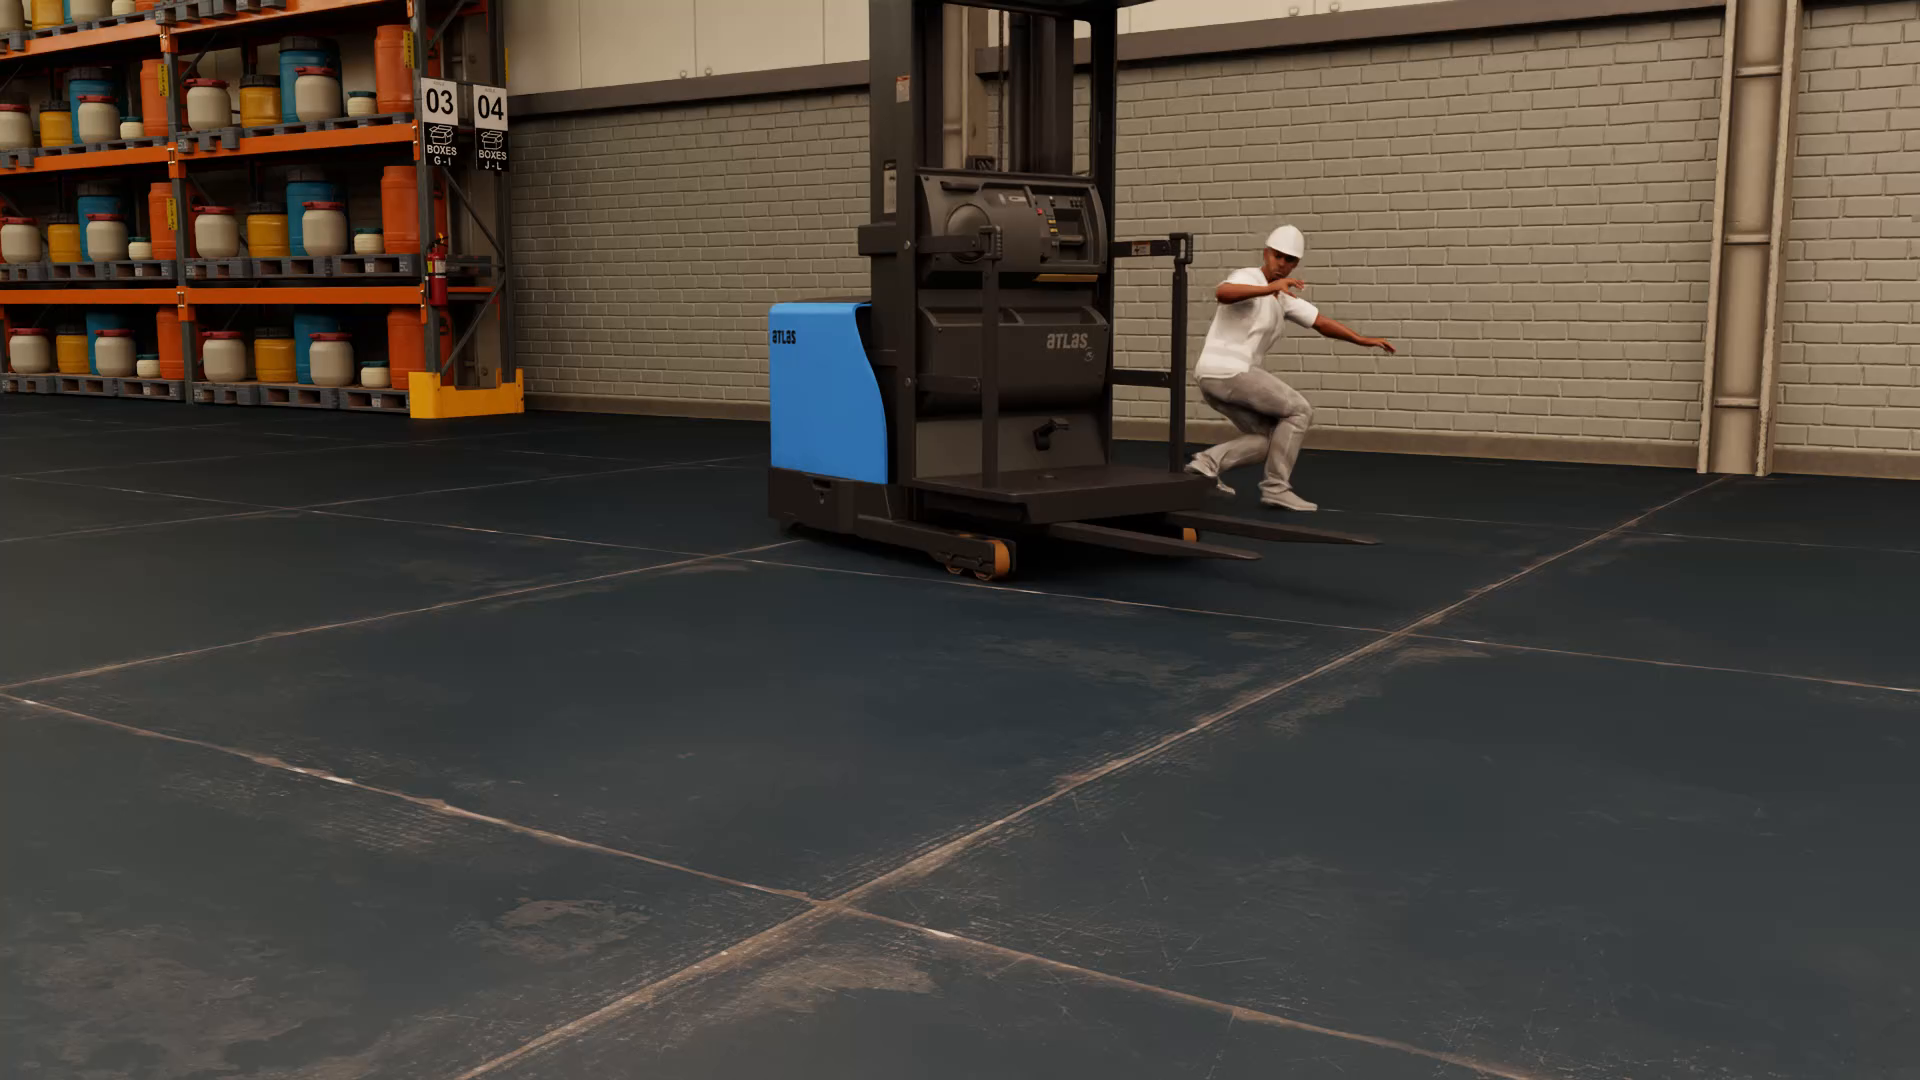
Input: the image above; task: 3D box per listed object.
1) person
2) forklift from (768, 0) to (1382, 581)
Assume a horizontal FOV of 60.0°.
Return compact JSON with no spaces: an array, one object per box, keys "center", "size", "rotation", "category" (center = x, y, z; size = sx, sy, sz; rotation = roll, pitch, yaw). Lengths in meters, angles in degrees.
[{"center":[1.727,-0.880,8.611],"size":[1.103,1.470,0.850],"rotation":[1,8,6],"category":"person"},{"center":[0.361,-1.368,6.813],"size":[1.130,2.935,3.031],"rotation":[-6,10,-35],"category":"forklift"}]
